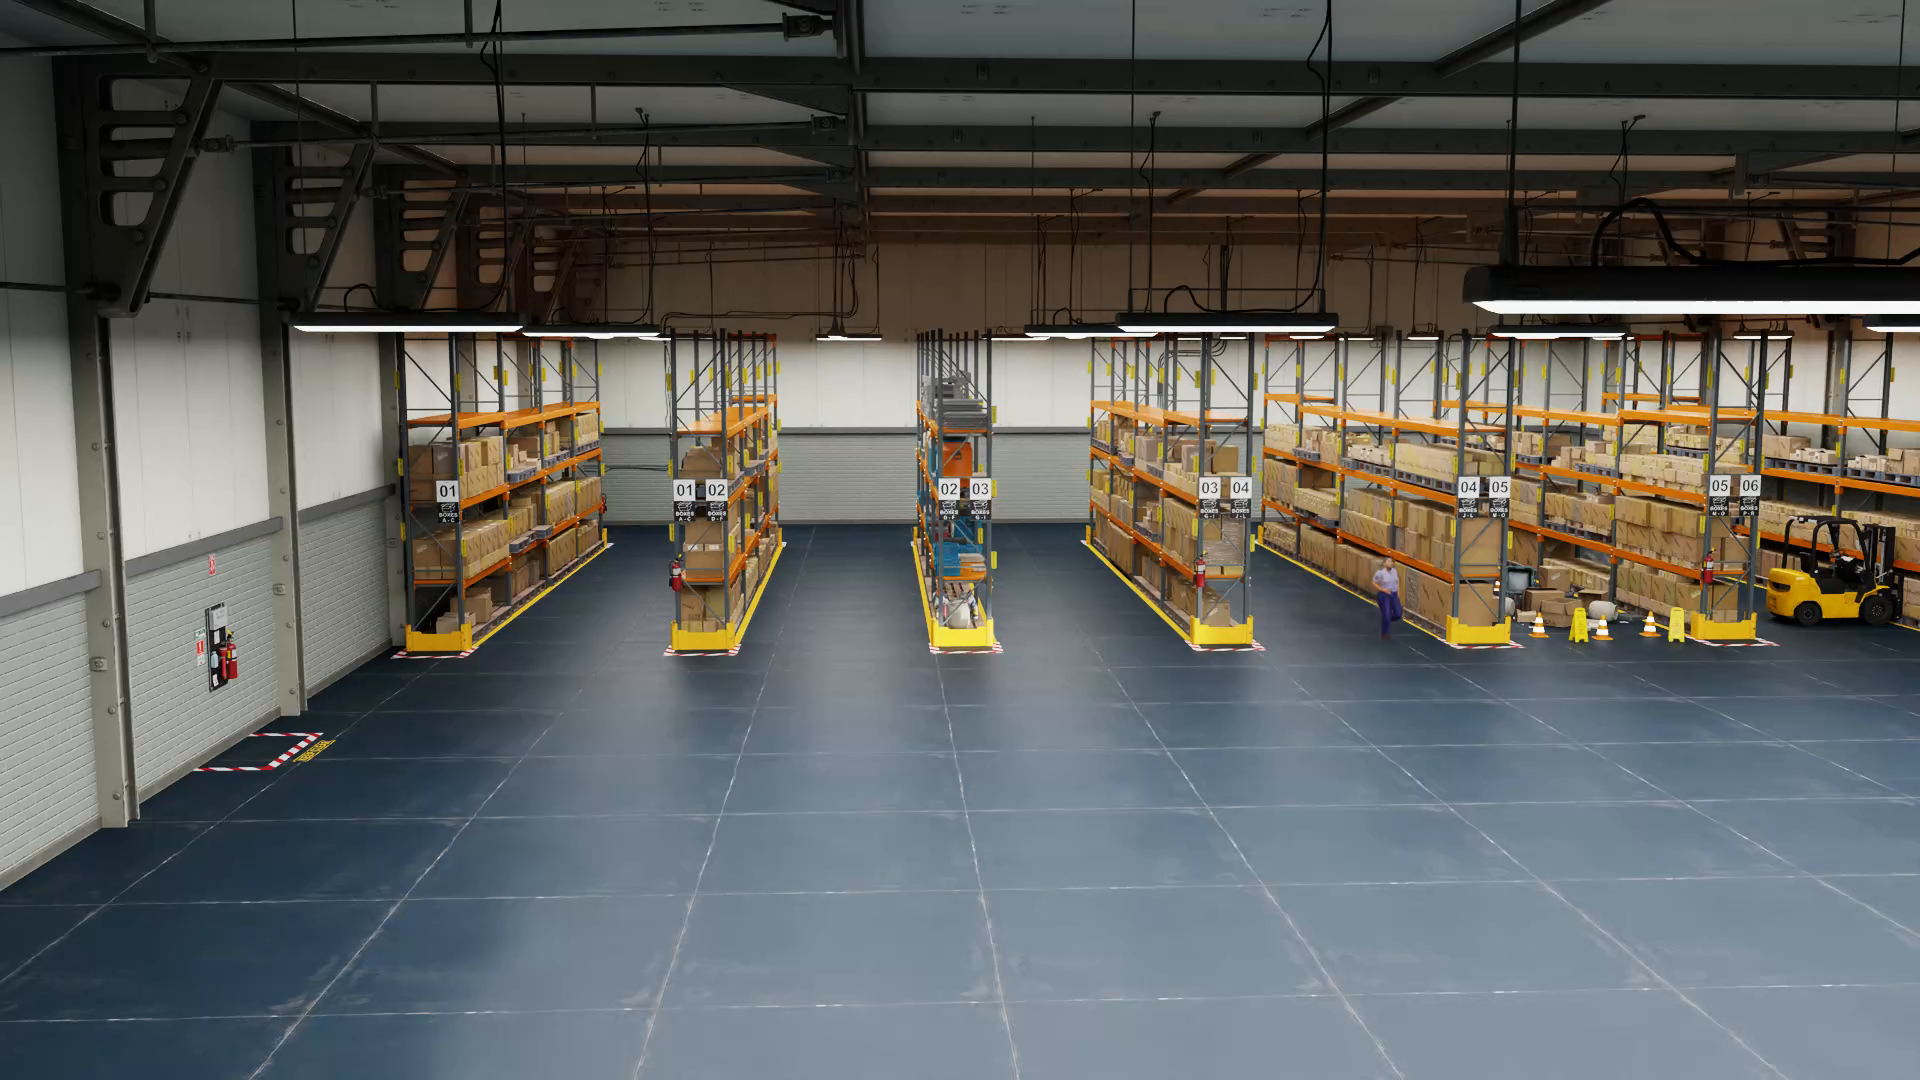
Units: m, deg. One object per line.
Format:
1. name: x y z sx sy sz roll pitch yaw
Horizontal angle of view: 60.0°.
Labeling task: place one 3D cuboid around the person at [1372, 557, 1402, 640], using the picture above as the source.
1. person: 8.327 1.131 32.342 0.654 1.610 0.511 -3 7 -22

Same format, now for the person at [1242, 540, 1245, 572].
1. person: 6.883 0.012 41.029 0.683 1.815 0.860 -1 7 -10

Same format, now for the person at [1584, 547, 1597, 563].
1. person: 15.921 -0.015 41.754 0.608 1.648 0.570 -1 7 -10

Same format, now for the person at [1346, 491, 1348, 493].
1. person: 10.783 -0.532 46.359 0.578 1.648 0.769 0 7 -2
